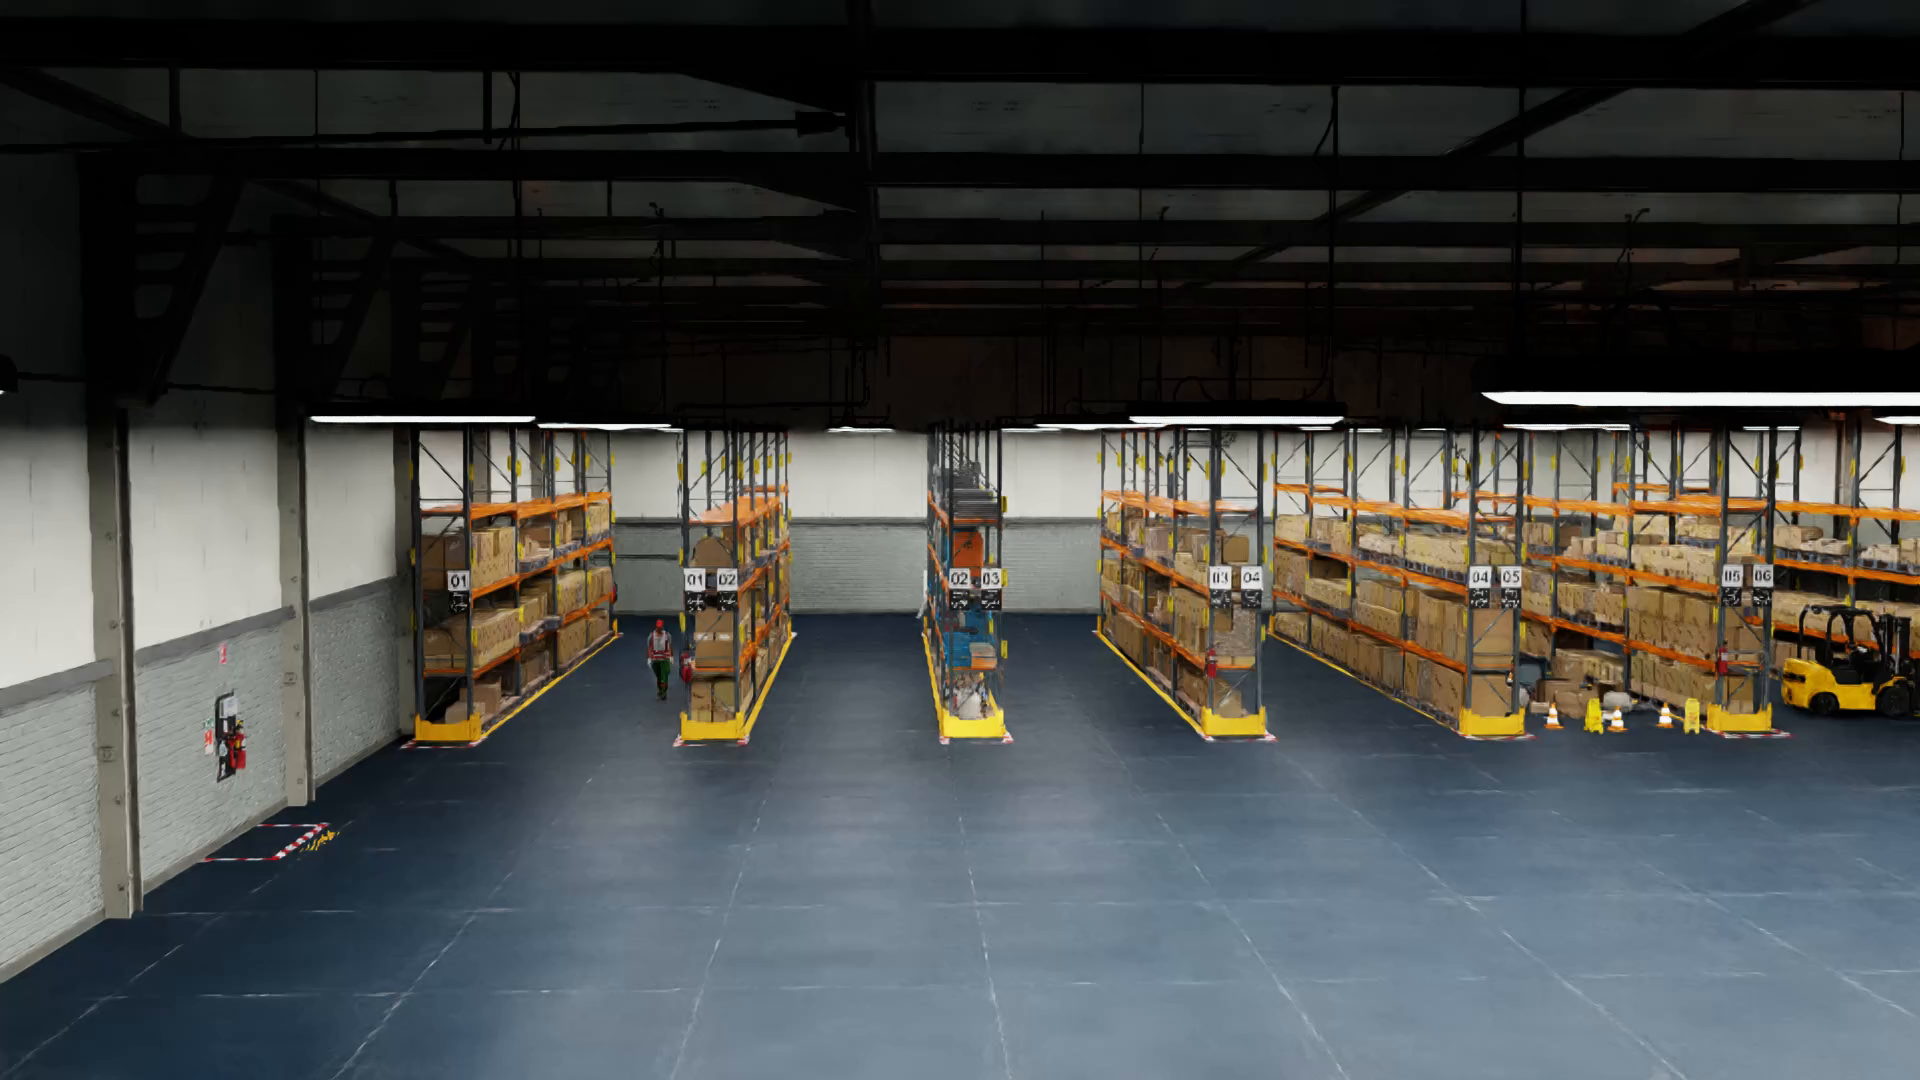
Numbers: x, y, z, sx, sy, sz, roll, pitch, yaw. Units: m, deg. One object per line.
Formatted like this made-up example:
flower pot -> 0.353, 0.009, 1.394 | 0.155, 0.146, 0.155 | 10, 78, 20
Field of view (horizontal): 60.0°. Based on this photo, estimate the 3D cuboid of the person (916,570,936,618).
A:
person -> -1.007, 1.544, 51.502 | 0.764, 1.776, 0.504 | -4, 5, -45

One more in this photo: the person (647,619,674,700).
person -> -6.485, 2.554, 35.908 | 0.553, 1.709, 1.123 | 0, 4, 0
